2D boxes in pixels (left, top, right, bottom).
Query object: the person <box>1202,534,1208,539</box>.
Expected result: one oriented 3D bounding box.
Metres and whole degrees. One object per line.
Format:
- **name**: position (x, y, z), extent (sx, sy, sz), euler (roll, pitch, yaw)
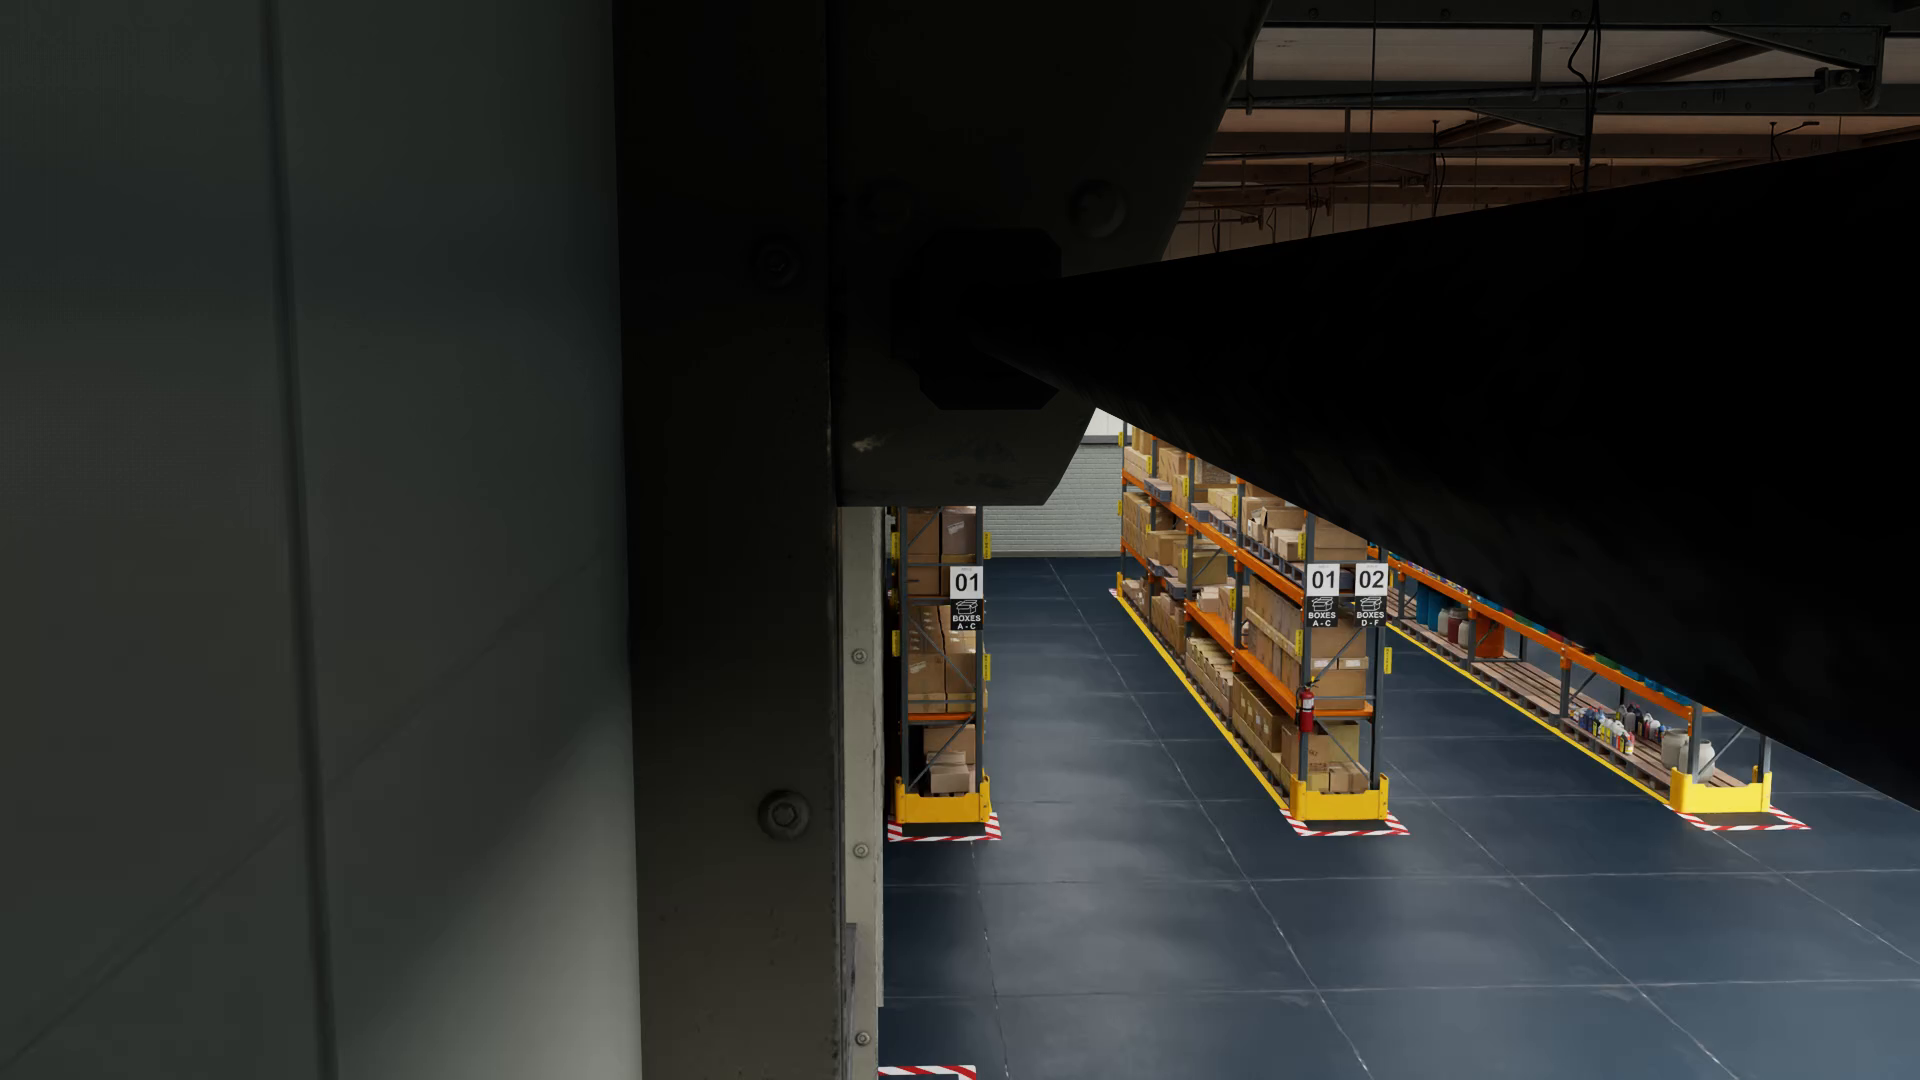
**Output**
- **person**: position (5.358, 0.320, 37.101), extent (0.532, 1.727, 0.435), euler (5, 10, 34)
